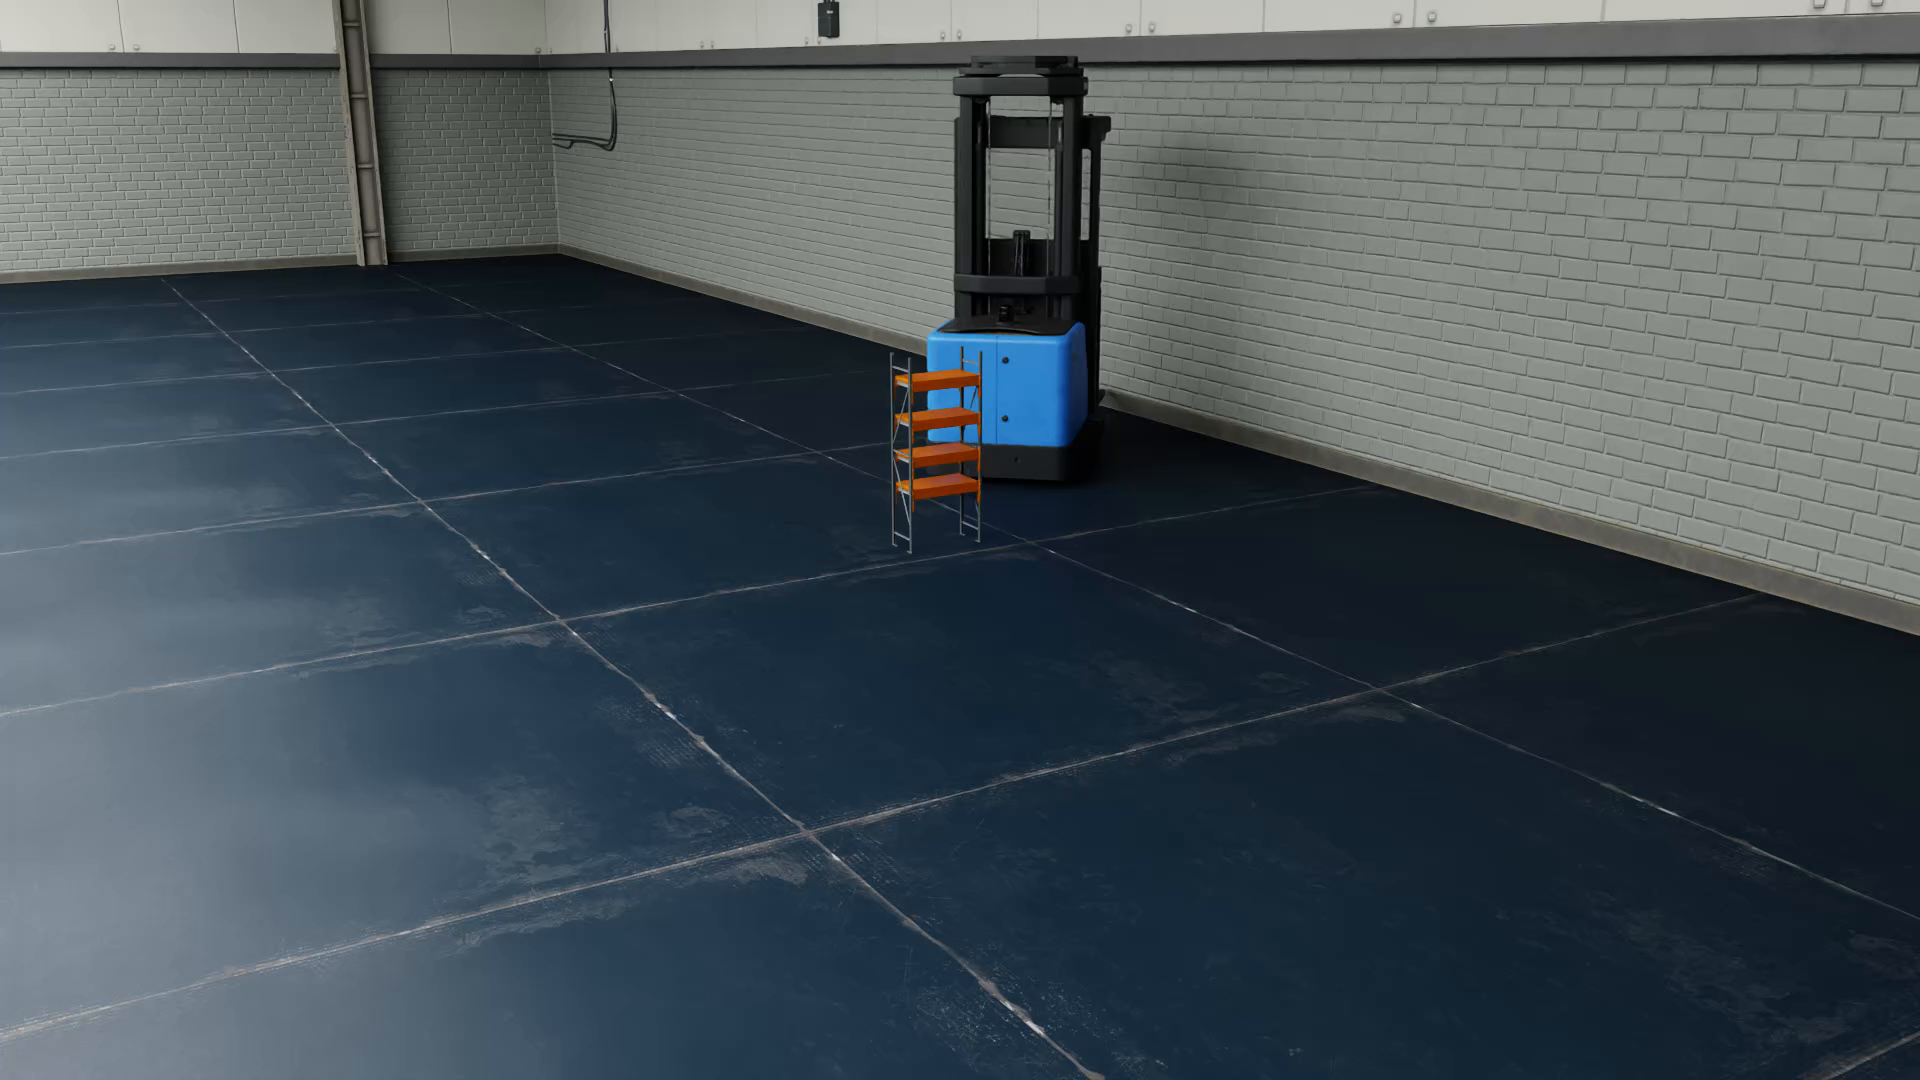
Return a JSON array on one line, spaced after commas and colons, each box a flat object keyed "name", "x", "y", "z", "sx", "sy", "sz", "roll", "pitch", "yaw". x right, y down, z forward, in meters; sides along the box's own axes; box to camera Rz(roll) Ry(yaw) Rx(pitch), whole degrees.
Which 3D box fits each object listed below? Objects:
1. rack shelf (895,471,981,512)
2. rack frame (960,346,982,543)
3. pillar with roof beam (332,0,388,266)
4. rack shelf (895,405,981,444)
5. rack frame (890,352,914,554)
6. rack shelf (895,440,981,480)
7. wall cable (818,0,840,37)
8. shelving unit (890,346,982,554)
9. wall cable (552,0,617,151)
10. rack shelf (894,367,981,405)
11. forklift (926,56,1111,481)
[{"name": "rack shelf", "x": -0.142, "y": -0.299, "z": 10.238, "sx": 0.480, "sy": 0.148, "sz": 0.258, "roll": -9, "pitch": 18, "yaw": -30}, {"name": "rack frame", "x": 0.067, "y": -0.589, "z": 10.287, "sx": 0.015, "sy": 1.200, "sz": 0.240, "roll": -9, "pitch": 18, "yaw": -30}, {"name": "pillar with roof beam", "x": -6.782, "y": -7.561, "z": 20.711, "sx": 0.400, "sy": 9.000, "sz": 9.100, "roll": -9, "pitch": 18, "yaw": -30}, {"name": "rack shelf", "x": -0.142, "y": -0.705, "z": 10.124, "sx": 0.480, "sy": 0.148, "sz": 0.258, "roll": -9, "pitch": 18, "yaw": -30}, {"name": "rack frame", "x": -0.351, "y": -0.521, "z": 10.045, "sx": 0.015, "sy": 1.200, "sz": 0.240, "roll": -9, "pitch": 18, "yaw": -30}, {"name": "rack shelf", "x": -0.142, "y": -0.490, "z": 10.184, "sx": 0.480, "sy": 0.148, "sz": 0.258, "roll": -9, "pitch": 18, "yaw": -30}, {"name": "wall cable", "x": -0.917, "y": -8.100, "z": 16.332, "sx": 0.169, "sy": 6.003, "sz": 2.305, "roll": -9, "pitch": 18, "yaw": -30}, {"name": "shelving unit", "x": -0.142, "y": -0.555, "z": 10.166, "sx": 0.503, "sy": 1.200, "sz": 0.258, "roll": -9, "pitch": 18, "yaw": -30}, {"name": "wall cable", "x": -5.793, "y": -7.166, "z": 25.053, "sx": 0.112, "sy": 2.526, "sz": 3.097, "roll": -9, "pitch": 18, "yaw": -30}, {"name": "rack shelf", "x": -0.142, "y": -0.933, "z": 10.060, "sx": 0.480, "sy": 0.148, "sz": 0.258, "roll": -9, "pitch": 18, "yaw": -30}, {"name": "forklift", "x": 0.546, "y": -2.179, "z": 12.754, "sx": 1.130, "sy": 2.935, "sz": 3.031, "roll": 3, "pitch": 16, "yaw": 11}]
